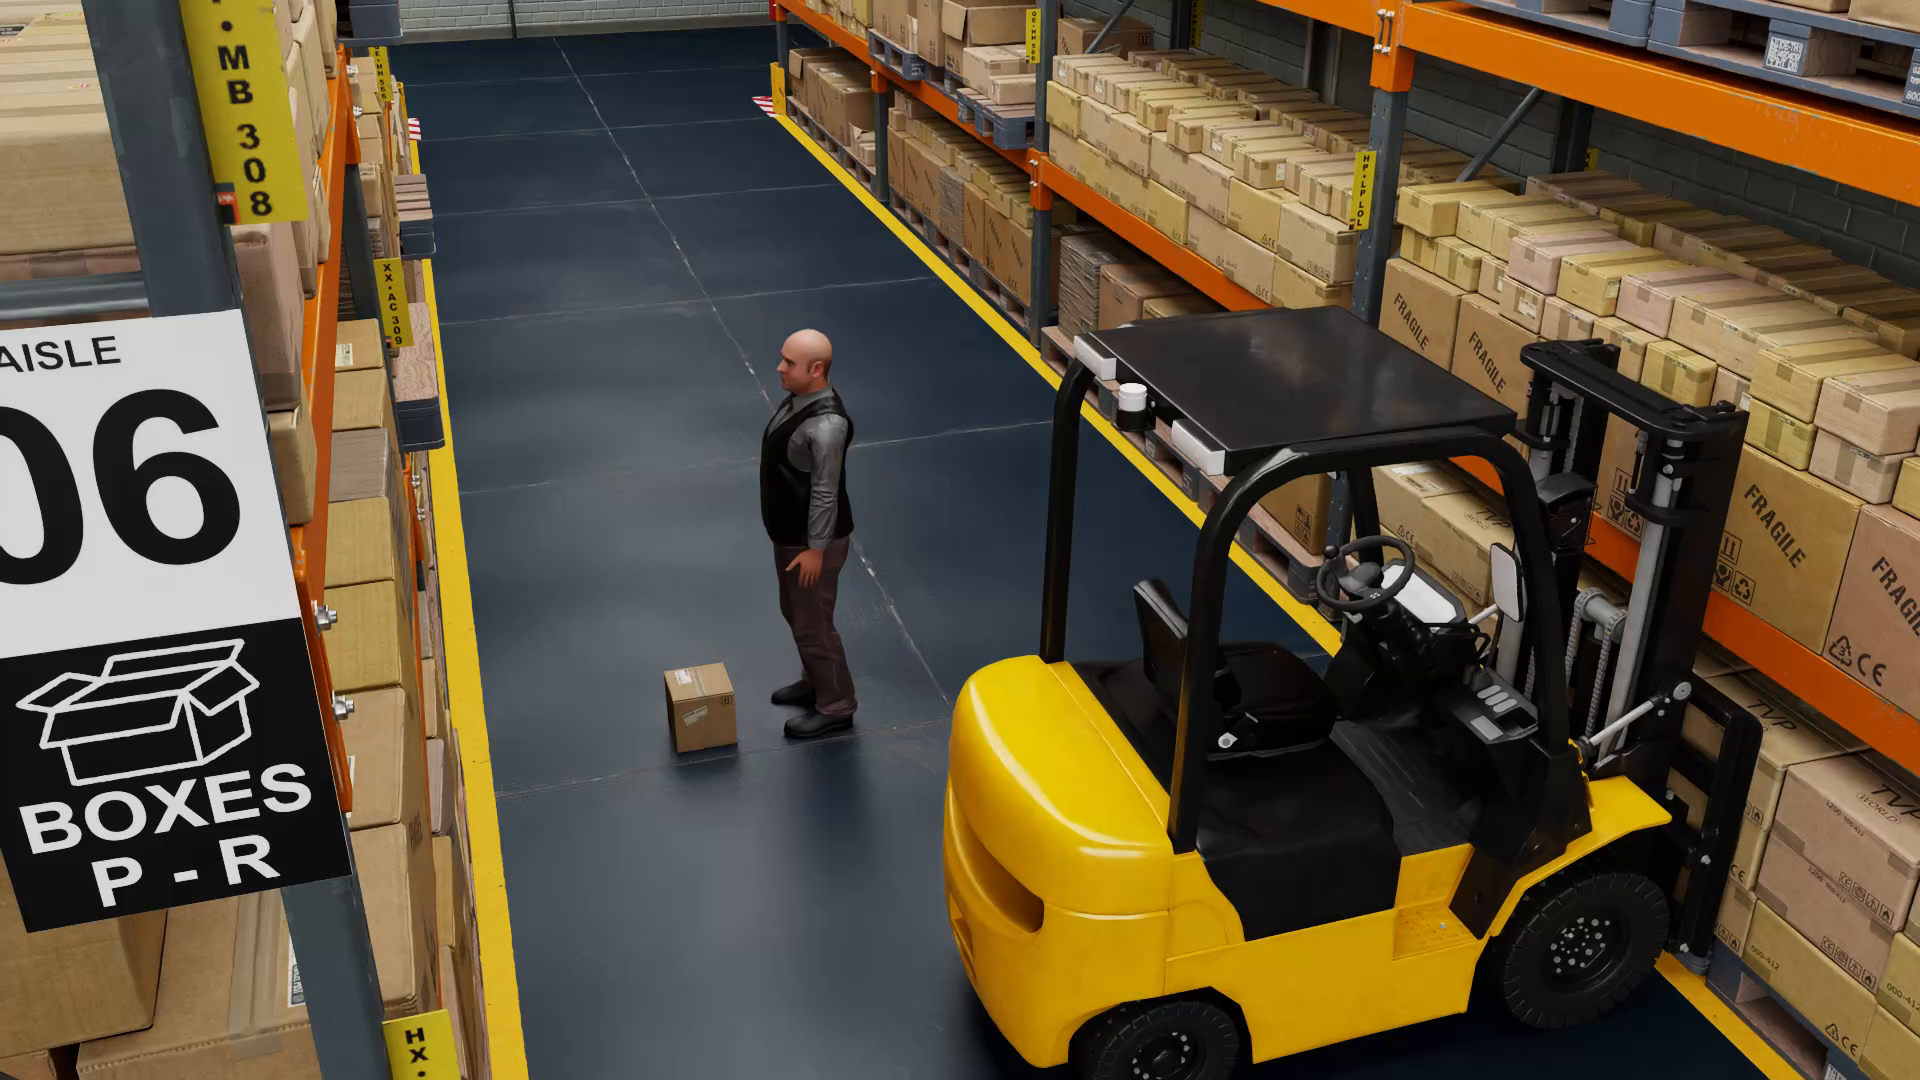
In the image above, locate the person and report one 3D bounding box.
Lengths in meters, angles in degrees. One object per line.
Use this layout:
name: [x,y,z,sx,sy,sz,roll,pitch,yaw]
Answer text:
person: [-0.613,-0.017,6.693,0.358,1.725,0.531,-7,27,-15]
